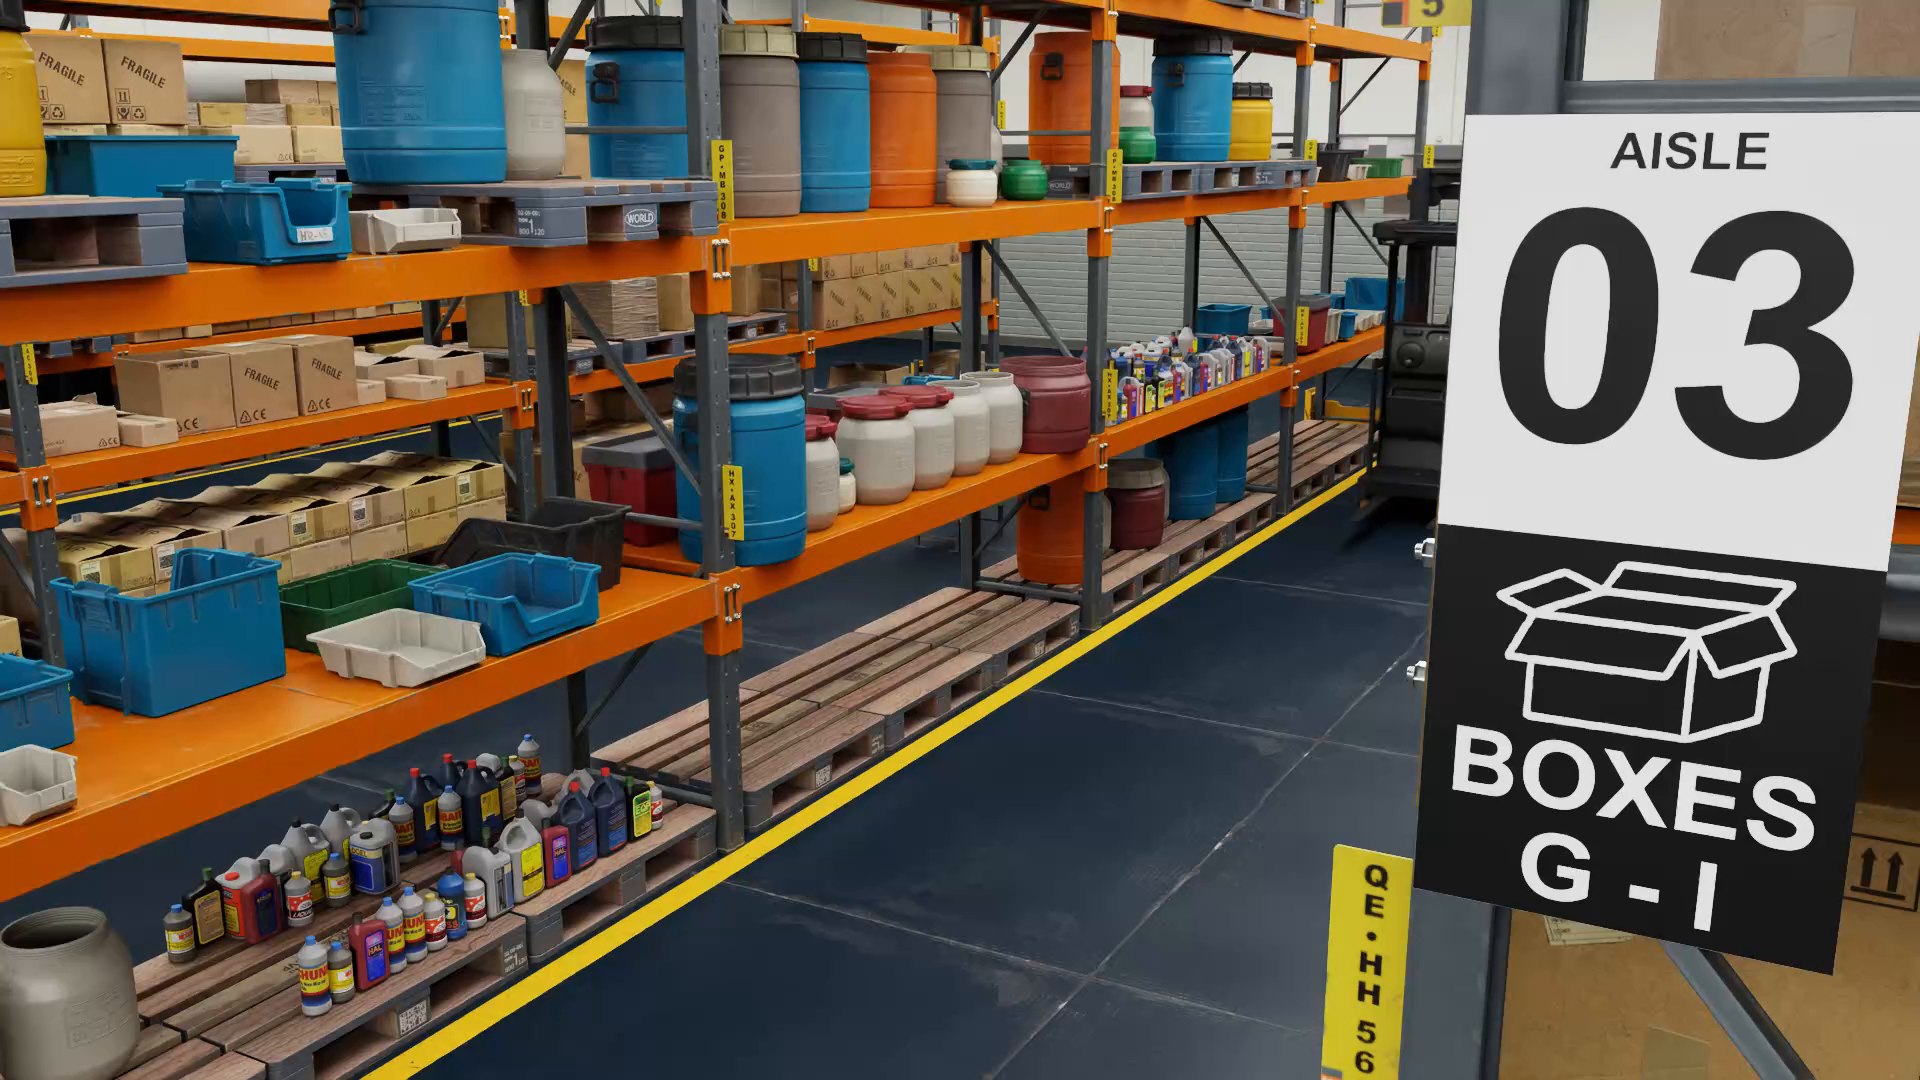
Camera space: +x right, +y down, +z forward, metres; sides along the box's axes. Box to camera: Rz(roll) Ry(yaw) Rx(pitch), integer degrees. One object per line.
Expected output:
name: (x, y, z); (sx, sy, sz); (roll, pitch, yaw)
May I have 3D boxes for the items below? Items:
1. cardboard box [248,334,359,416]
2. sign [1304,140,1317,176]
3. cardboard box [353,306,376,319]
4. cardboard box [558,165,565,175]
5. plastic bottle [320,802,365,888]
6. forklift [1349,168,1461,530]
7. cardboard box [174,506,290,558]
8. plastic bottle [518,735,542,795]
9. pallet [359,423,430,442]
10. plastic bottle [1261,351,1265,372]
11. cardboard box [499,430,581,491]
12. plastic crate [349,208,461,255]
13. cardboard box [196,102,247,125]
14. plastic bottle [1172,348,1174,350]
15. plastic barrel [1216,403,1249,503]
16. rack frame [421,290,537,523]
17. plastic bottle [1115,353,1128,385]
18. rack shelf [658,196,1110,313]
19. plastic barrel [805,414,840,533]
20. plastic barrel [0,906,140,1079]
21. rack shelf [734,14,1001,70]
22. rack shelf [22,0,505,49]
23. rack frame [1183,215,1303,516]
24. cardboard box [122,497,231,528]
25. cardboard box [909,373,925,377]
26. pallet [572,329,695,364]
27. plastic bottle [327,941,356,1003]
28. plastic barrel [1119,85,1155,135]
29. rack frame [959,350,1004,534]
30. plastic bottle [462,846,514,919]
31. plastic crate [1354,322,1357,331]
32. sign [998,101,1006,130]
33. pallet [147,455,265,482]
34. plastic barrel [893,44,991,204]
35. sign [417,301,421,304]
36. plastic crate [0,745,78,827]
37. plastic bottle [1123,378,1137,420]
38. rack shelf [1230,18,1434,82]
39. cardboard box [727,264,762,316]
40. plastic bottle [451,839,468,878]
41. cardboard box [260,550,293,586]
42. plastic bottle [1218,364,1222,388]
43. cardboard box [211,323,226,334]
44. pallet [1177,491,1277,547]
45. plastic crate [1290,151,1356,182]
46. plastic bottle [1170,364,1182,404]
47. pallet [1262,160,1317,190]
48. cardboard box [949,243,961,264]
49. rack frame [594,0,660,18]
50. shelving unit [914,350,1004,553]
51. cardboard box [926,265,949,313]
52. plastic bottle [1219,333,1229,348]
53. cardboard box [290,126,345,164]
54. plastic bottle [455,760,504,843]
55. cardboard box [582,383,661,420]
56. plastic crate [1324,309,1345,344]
cardboard box: (-4.658, -1.177, 11.802); (0.500, 0.500, 0.500); (6, 15, 25)
sign: (2.888, -3.133, 13.710); (0.100, 0.325, 0.005); (7, 15, 28)
cardboard box: (-6.523, -2.478, 17.907); (0.380, 0.149, 0.250); (7, 15, 28)
cardboard box: (-3.679, -3.075, 13.273); (0.910, 0.500, 0.500); (7, 15, 28)
plastic bottle: (-2.510, 1.227, 6.759); (0.144, 0.351, 0.185); (7, 15, 28)
forklift: (4.089, -1.644, 14.101); (1.130, 2.935, 3.031); (7, 15, 26)
cardboard box: (-4.881, -0.059, 11.152); (0.500, 0.311, 0.500); (7, 15, 26)
plastic bottle: (-1.998, 1.036, 7.717); (0.097, 0.271, 0.097); (0, 14, 0)
pallet: (-6.572, -1.333, 18.613); (1.003, 0.211, 1.213); (7, 15, 28)
plastic bottle: (2.468, -1.492, 13.747); (0.097, 0.201, 0.097); (0, 14, 0)
cardboard box: (-3.614, -0.692, 14.397); (0.500, 0.500, 0.500); (8, 16, 30)
plastic crate: (-1.882, -1.047, 5.638); (0.243, 0.136, 0.396); (7, 15, 28)
cardboard box: (-7.526, -4.088, 16.539); (0.700, 0.500, 0.500); (8, 16, 31)
plastic bottle: (1.752, -1.557, 14.014); (0.097, 0.201, 0.097); (0, 14, 0)
plastic barrel: (2.129, -0.808, 14.064); (0.600, 0.901, 0.708); (7, 15, 28)
rack frame: (-3.861, -1.474, 13.249); (1.000, 3.000, 0.127); (7, 15, 28)
plastic bottle: (1.242, -1.304, 12.818); (0.097, 0.271, 0.097); (0, 14, 0)
rack shelf: (-0.493, -1.611, 8.949); (1.077, 0.370, 4.000); (7, 15, 28)
plastic barrel: (-0.806, -0.329, 8.210); (0.433, 0.535, 0.433); (0, 14, 0)
plastic barrel: (-2.900, 1.488, 5.375); (0.421, 0.512, 0.421); (0, 14, 0)
rack shelf: (-0.960, -5.271, 17.737); (1.077, 0.370, 4.000); (7, 15, 28)
rack shelf: (-4.827, -3.436, 10.976); (1.077, 0.370, 4.000); (7, 15, 28)
rack frame: (2.407, -1.733, 14.322); (1.000, 3.000, 0.127); (7, 15, 28)
cardboard box: (-5.360, -0.119, 11.401); (0.500, 0.311, 0.500); (7, 15, 28)
cardboard box: (-0.746, -1.811, 19.573); (0.500, 0.250, 0.500); (7, 15, 28)
pallet: (-2.925, -1.781, 14.929); (1.003, 0.211, 1.213); (7, 15, 28)
plastic bottle: (-2.194, 1.517, 5.871); (0.097, 0.201, 0.097); (0, 14, 0)
plastic barrel: (1.199, -3.022, 12.081); (0.433, 0.535, 0.433); (0, 14, 0)
rack frame: (0.174, -0.803, 13.664); (0.400, 1.500, 0.023); (7, 15, 28)
plastic bottle: (-1.850, 1.322, 6.524); (0.152, 0.276, 0.135); (8, 16, 29)
plastic crate: (3.712, -2.086, 16.222); (0.298, 0.136, 0.250); (7, 15, 28)
sign: (0.483, -4.937, 19.324); (0.100, 0.325, 0.005); (7, 15, 28)
pallet: (-7.752, -0.833, 16.537); (1.003, 0.211, 1.213); (7, 15, 28)
plastic barrel: (-0.113, -2.471, 9.911); (0.600, 0.901, 0.600); (0, 14, 0)
sign: (-4.340, -2.058, 13.370); (0.100, 0.325, 0.005); (7, 15, 28)
plastic crate: (-2.679, 0.710, 4.752); (0.298, 0.136, 0.250); (7, 15, 28)
plastic bottle: (1.165, -0.970, 11.407); (0.061, 0.283, 0.133); (7, 15, 28)
rack shelf: (3.374, -4.516, 15.453); (1.077, 0.370, 4.000); (7, 15, 28)
cardboard box: (-2.352, -2.476, 16.295); (0.700, 0.500, 0.500); (2, 14, 9)
plastic bottle: (-1.944, 1.306, 6.573); (0.061, 0.283, 0.133); (7, 15, 28)
cardboard box: (-4.886, 0.213, 11.222); (0.500, 0.250, 0.500); (7, 15, 26)
plastic bottle: (1.982, -1.286, 12.892); (0.097, 0.201, 0.097); (0, 14, 0)
cardboard box: (-7.491, -2.125, 16.441); (0.380, 0.149, 0.250); (7, 15, 27)
pallet: (1.998, -0.224, 14.012); (1.003, 0.211, 1.213); (7, 15, 28)
plastic crate: (3.248, -3.352, 14.914); (0.497, 0.269, 0.590); (7, 15, 28)
plastic bottle: (1.564, -1.140, 12.110); (0.061, 0.283, 0.133); (7, 15, 28)
pallet: (2.114, -2.928, 13.280); (1.213, 0.211, 1.003); (7, 15, 28)
cardboard box: (-0.211, -3.424, 18.990); (0.500, 0.500, 0.500); (8, 16, 30)
rack frame: (-4.331, -6.593, 21.679); (1.000, 3.000, 0.127); (7, 15, 28)
shelving unit: (-0.003, -0.728, 13.352); (0.431, 1.500, 0.755); (7, 15, 28)
cardboard box: (-0.465, -2.833, 18.672); (0.500, 0.500, 0.500); (8, 15, 28)
plastic bottle: (2.123, -1.500, 13.460); (0.144, 0.351, 0.185); (7, 15, 28)
cardboard box: (-4.555, -2.739, 11.518); (0.500, 0.250, 0.500); (7, 15, 27)
plastic bottle: (-2.087, 1.117, 7.214); (0.144, 0.351, 0.185); (7, 15, 28)
cardboard box: (-3.100, -1.279, 15.232); (0.500, 0.250, 0.500); (7, 15, 27)
plastic crate: (3.307, -1.997, 15.542); (0.437, 0.282, 0.530); (7, 15, 28)
